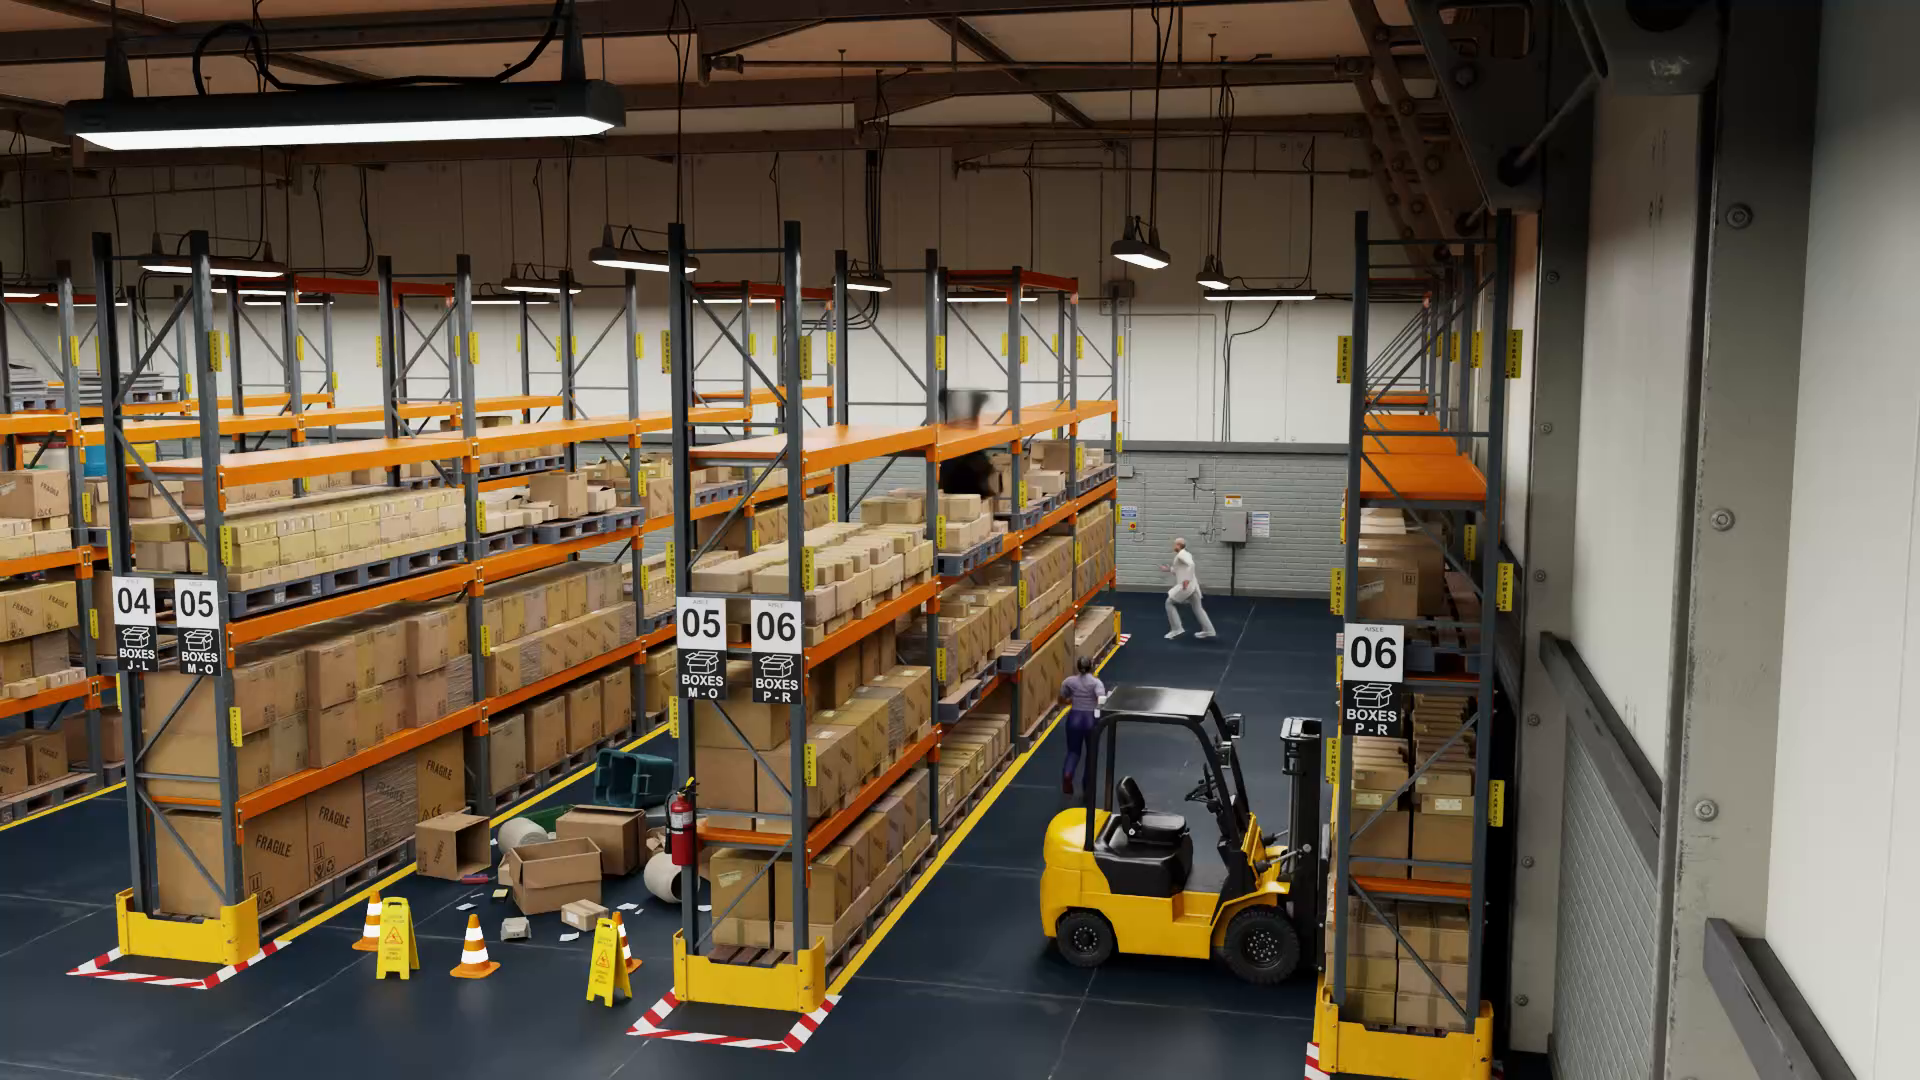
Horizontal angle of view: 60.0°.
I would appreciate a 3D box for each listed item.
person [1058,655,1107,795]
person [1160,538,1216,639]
[{"bbox_3d":[1.383,2.090,18.642,0.615,1.617,0.772,2,7,19],"label":"person"},{"bbox_3d":[3.888,0.838,28.386,1.056,1.726,0.625,5,8,35],"label":"person"}]
